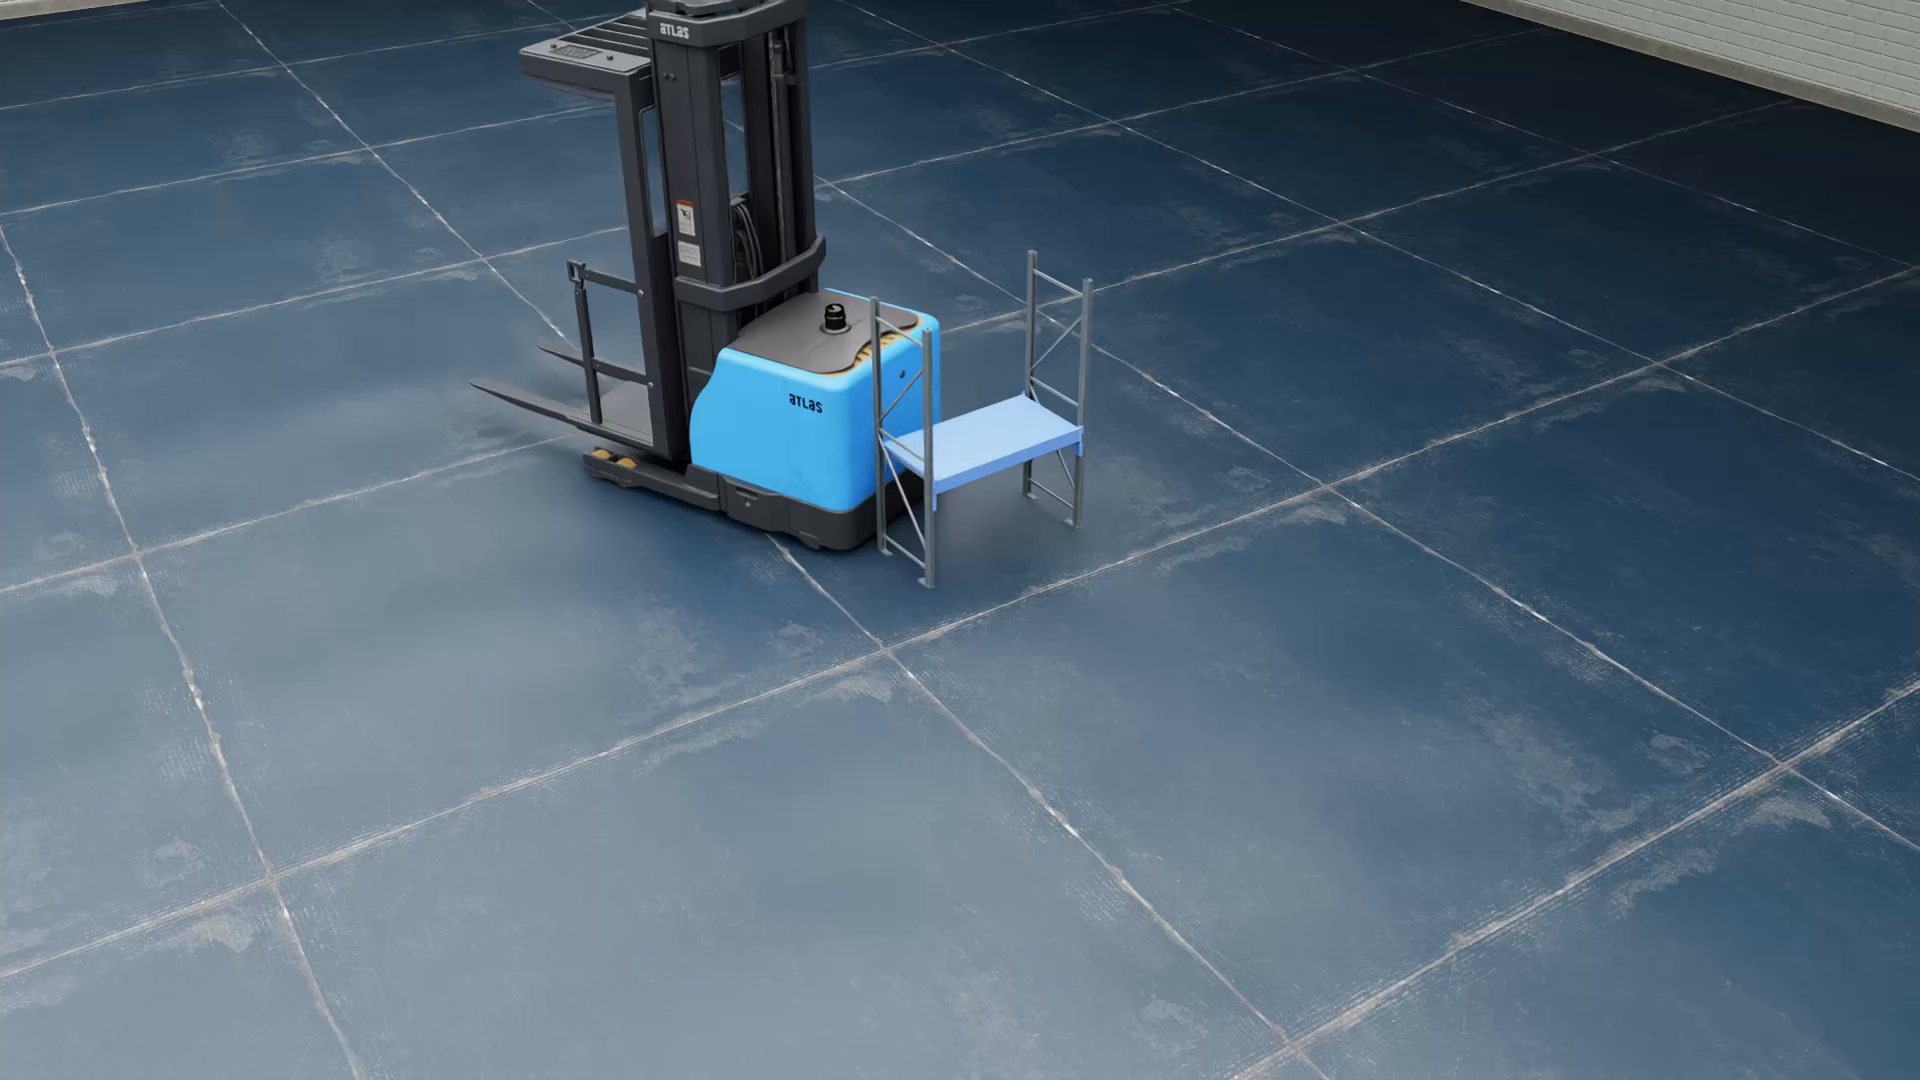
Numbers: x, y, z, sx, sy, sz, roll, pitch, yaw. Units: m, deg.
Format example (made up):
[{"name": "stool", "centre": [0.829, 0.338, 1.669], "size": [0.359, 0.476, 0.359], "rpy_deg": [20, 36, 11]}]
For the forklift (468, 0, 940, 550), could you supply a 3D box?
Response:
[{"name": "forklift", "centre": [-1.619, -1.767, 9.304], "size": [3.031, 2.935, 1.130], "rpy_deg": [18, 37, 27]}]

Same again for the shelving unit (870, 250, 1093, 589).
[{"name": "shelving unit", "centre": [0.115, -0.644, 8.865], "size": [1.048, 1.500, 0.538], "rpy_deg": [-21, 38, -30]}]

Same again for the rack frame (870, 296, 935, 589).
[{"name": "rack frame", "centre": [-0.295, -0.483, 8.610], "size": [0.032, 1.500, 0.500], "rpy_deg": [-21, 38, -30]}]

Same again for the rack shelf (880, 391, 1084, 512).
[{"name": "rack shelf", "centre": [0.115, -0.491, 8.961], "size": [1.000, 0.185, 0.538], "rpy_deg": [-21, 38, -30]}]

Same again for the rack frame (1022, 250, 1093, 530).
[{"name": "rack frame", "centre": [0.524, -0.804, 9.119], "size": [0.032, 1.500, 0.500], "rpy_deg": [-21, 38, -30]}]
